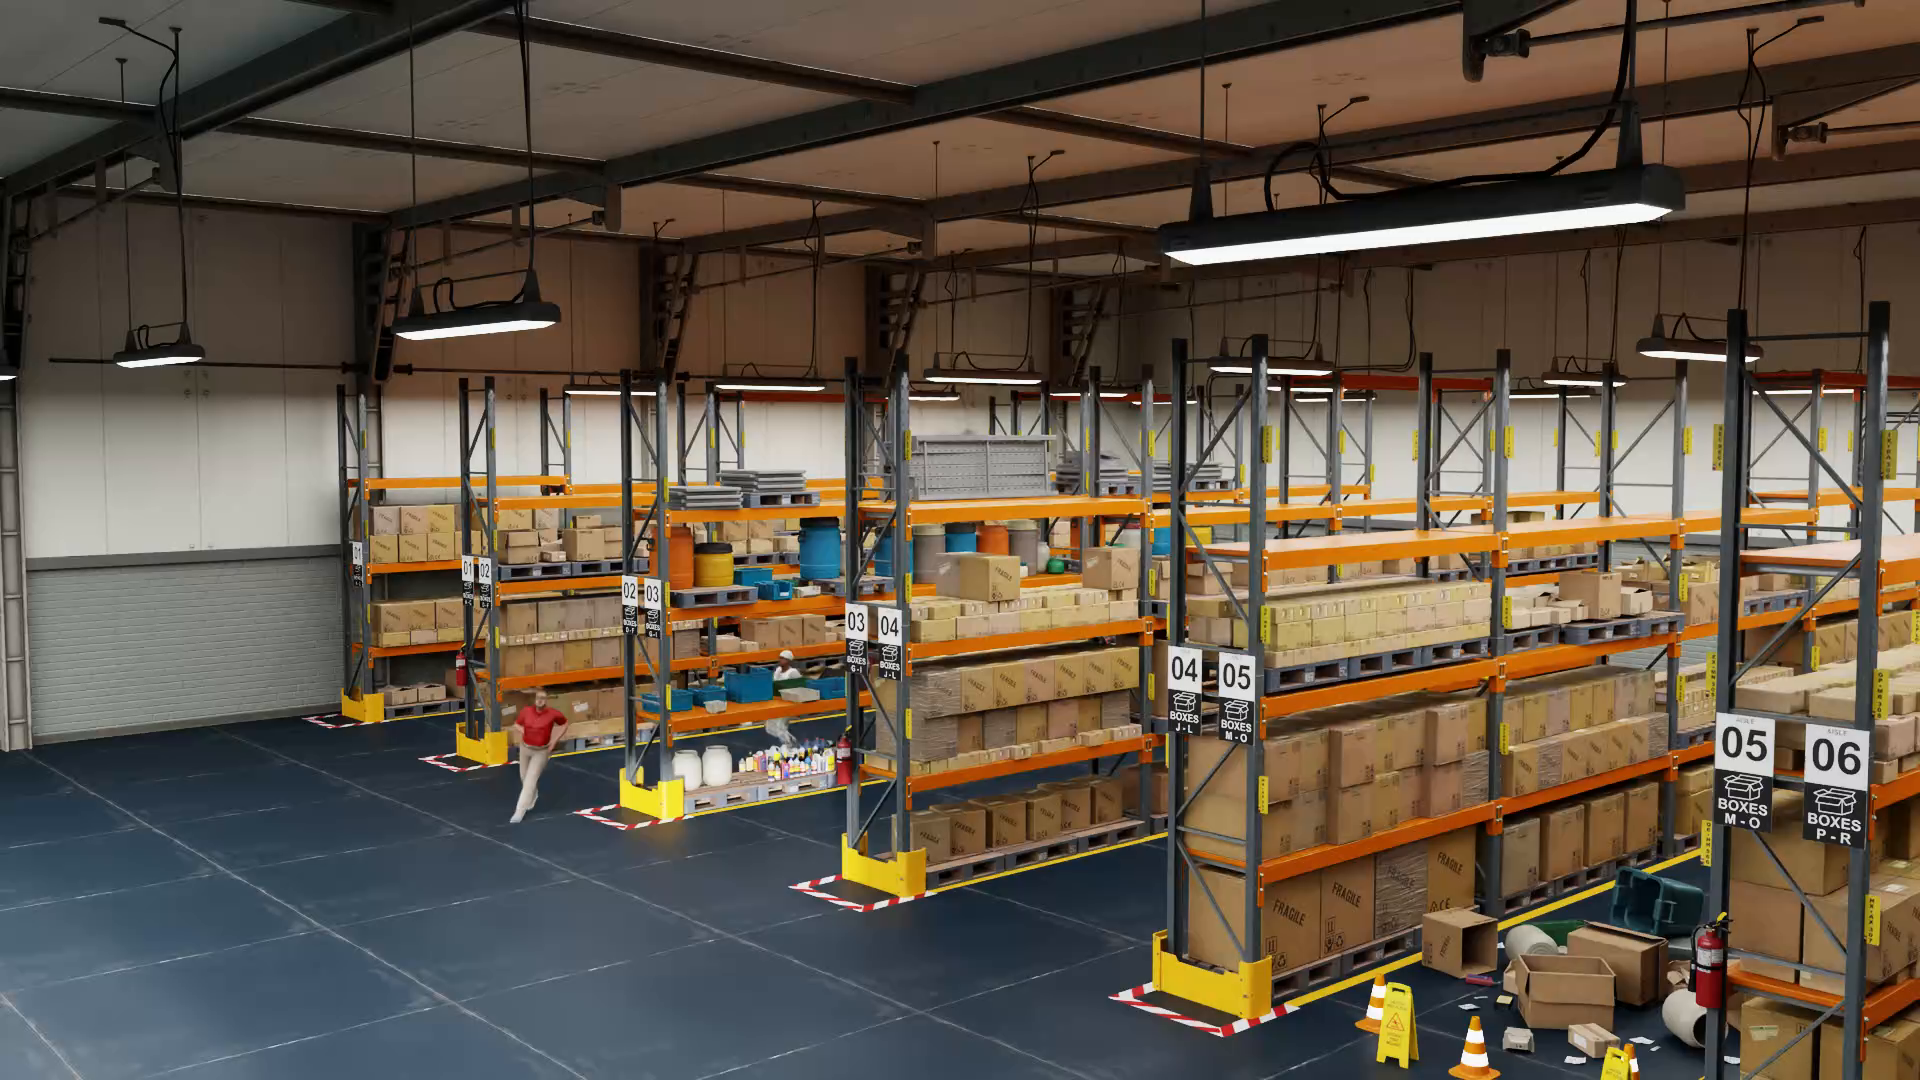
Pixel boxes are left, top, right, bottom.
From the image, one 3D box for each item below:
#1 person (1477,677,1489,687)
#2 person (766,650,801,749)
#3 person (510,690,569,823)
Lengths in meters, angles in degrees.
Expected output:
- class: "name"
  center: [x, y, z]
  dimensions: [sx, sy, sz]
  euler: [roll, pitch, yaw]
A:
- class: "person"
  center: [7.447, 2.740, 23.791]
  dimensions: [0.698, 1.720, 0.575]
  euler: [3, 5, 40]
- class: "person"
  center: [-2.764, 2.586, 26.016]
  dimensions: [0.611, 1.733, 0.678]
  euler: [-4, 5, -43]
- class: "person"
  center: [-5.639, 2.859, 22.249]
  dimensions: [0.680, 1.734, 0.859]
  euler: [1, 4, 12]
